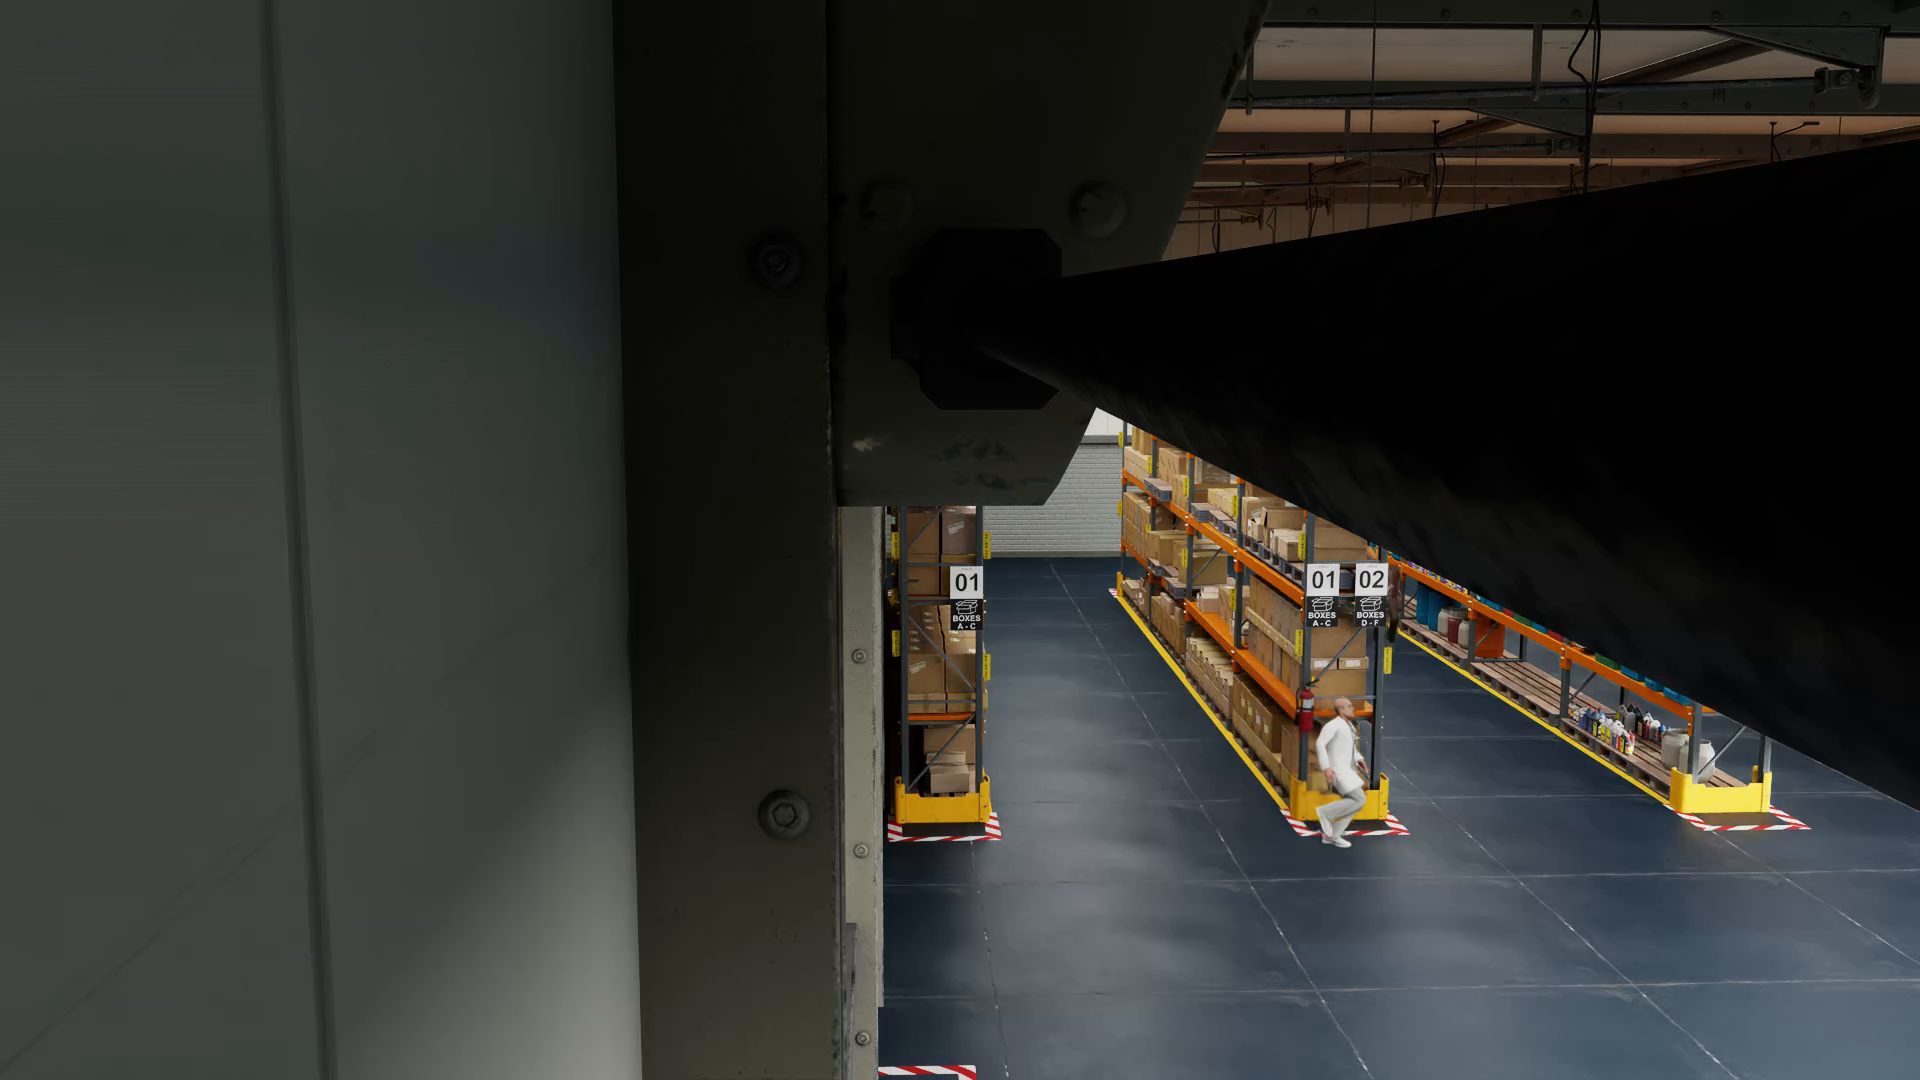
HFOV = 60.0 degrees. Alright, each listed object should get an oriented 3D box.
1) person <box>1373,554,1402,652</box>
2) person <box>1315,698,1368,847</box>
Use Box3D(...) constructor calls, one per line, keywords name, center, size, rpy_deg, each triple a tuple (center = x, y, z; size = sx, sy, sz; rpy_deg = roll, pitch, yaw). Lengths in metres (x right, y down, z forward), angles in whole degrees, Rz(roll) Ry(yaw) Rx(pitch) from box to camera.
Box3D(name="person", center=(7.863, 1.151, 30.709), size=(0.672, 1.834, 0.811), rpy_deg=(0, 8, -3))
Box3D(name="person", center=(4.471, 2.683, 19.282), size=(0.564, 1.694, 0.768), rpy_deg=(4, 9, 28))
